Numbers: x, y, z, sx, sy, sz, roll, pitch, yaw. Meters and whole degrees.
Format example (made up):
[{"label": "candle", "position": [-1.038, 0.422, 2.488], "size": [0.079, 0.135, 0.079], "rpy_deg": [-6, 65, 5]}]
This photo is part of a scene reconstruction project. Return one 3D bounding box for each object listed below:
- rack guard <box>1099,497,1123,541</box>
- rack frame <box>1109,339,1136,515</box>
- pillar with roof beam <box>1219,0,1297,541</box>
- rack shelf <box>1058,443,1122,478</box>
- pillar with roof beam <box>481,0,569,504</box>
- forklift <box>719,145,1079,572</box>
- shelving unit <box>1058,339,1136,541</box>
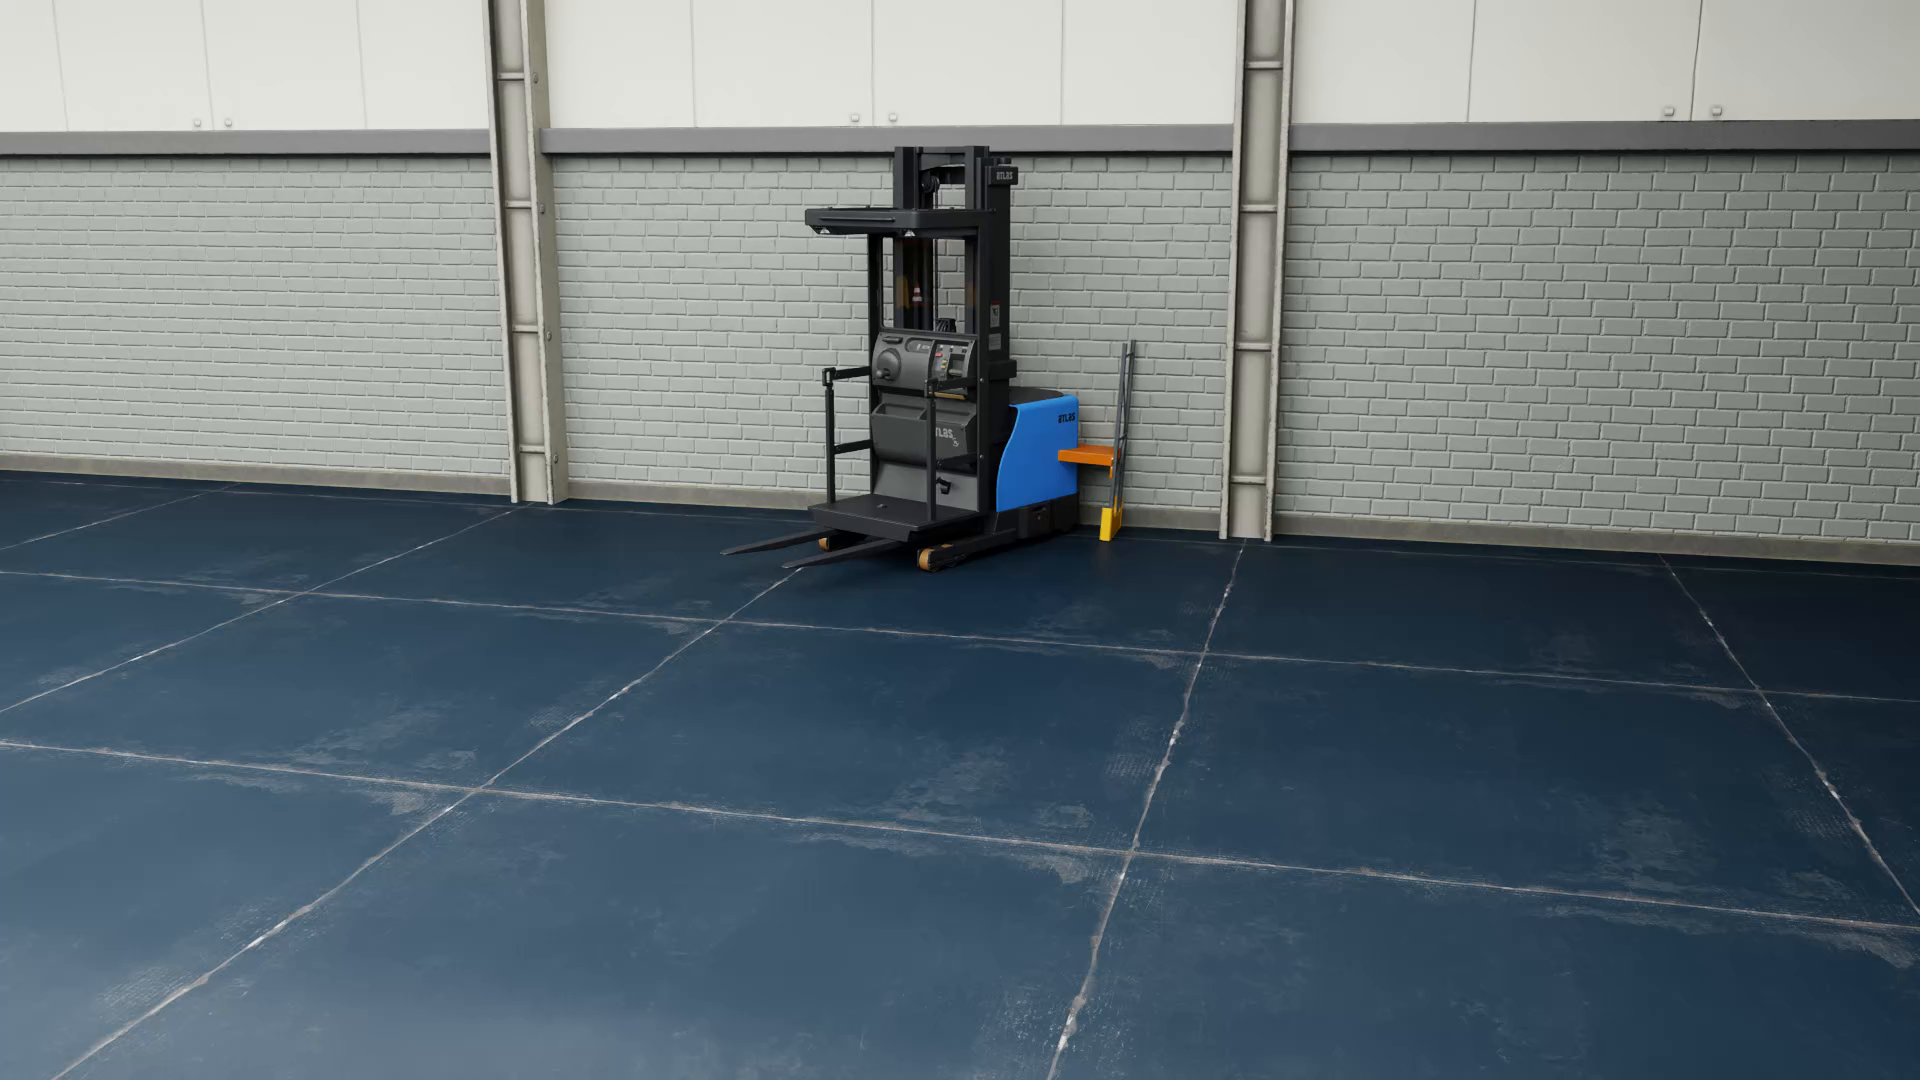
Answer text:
[{"label": "rack guard", "position": [1.178, -0.168, 12.925], "size": [0.087, 0.250, 0.587], "rpy_deg": [6, 11, 13]}, {"label": "rack frame", "position": [1.239, -0.778, 12.801], "size": [0.032, 1.500, 0.500], "rpy_deg": [6, 11, 13]}, {"label": "pillar with roof beam", "position": [1.191, -3.521, 7.830], "size": [0.400, 9.000, 9.100], "rpy_deg": [3, 13, 14]}, {"label": "rack shelf", "position": [0.734, -0.657, 12.948], "size": [1.000, 0.185, 0.538], "rpy_deg": [6, 11, 13]}, {"label": "pillar with roof beam", "position": [-4.634, -3.833, 9.233], "size": [0.400, 9.000, 9.100], "rpy_deg": [3, 13, 14]}, {"label": "forklift", "position": [-0.405, -1.328, 11.952], "size": [1.130, 2.935, 3.031], "rpy_deg": [10, 16, 39]}, {"label": "shelving unit", "position": [0.737, -0.834, 12.915], "size": [1.083, 1.500, 0.587], "rpy_deg": [6, 11, 13]}]
